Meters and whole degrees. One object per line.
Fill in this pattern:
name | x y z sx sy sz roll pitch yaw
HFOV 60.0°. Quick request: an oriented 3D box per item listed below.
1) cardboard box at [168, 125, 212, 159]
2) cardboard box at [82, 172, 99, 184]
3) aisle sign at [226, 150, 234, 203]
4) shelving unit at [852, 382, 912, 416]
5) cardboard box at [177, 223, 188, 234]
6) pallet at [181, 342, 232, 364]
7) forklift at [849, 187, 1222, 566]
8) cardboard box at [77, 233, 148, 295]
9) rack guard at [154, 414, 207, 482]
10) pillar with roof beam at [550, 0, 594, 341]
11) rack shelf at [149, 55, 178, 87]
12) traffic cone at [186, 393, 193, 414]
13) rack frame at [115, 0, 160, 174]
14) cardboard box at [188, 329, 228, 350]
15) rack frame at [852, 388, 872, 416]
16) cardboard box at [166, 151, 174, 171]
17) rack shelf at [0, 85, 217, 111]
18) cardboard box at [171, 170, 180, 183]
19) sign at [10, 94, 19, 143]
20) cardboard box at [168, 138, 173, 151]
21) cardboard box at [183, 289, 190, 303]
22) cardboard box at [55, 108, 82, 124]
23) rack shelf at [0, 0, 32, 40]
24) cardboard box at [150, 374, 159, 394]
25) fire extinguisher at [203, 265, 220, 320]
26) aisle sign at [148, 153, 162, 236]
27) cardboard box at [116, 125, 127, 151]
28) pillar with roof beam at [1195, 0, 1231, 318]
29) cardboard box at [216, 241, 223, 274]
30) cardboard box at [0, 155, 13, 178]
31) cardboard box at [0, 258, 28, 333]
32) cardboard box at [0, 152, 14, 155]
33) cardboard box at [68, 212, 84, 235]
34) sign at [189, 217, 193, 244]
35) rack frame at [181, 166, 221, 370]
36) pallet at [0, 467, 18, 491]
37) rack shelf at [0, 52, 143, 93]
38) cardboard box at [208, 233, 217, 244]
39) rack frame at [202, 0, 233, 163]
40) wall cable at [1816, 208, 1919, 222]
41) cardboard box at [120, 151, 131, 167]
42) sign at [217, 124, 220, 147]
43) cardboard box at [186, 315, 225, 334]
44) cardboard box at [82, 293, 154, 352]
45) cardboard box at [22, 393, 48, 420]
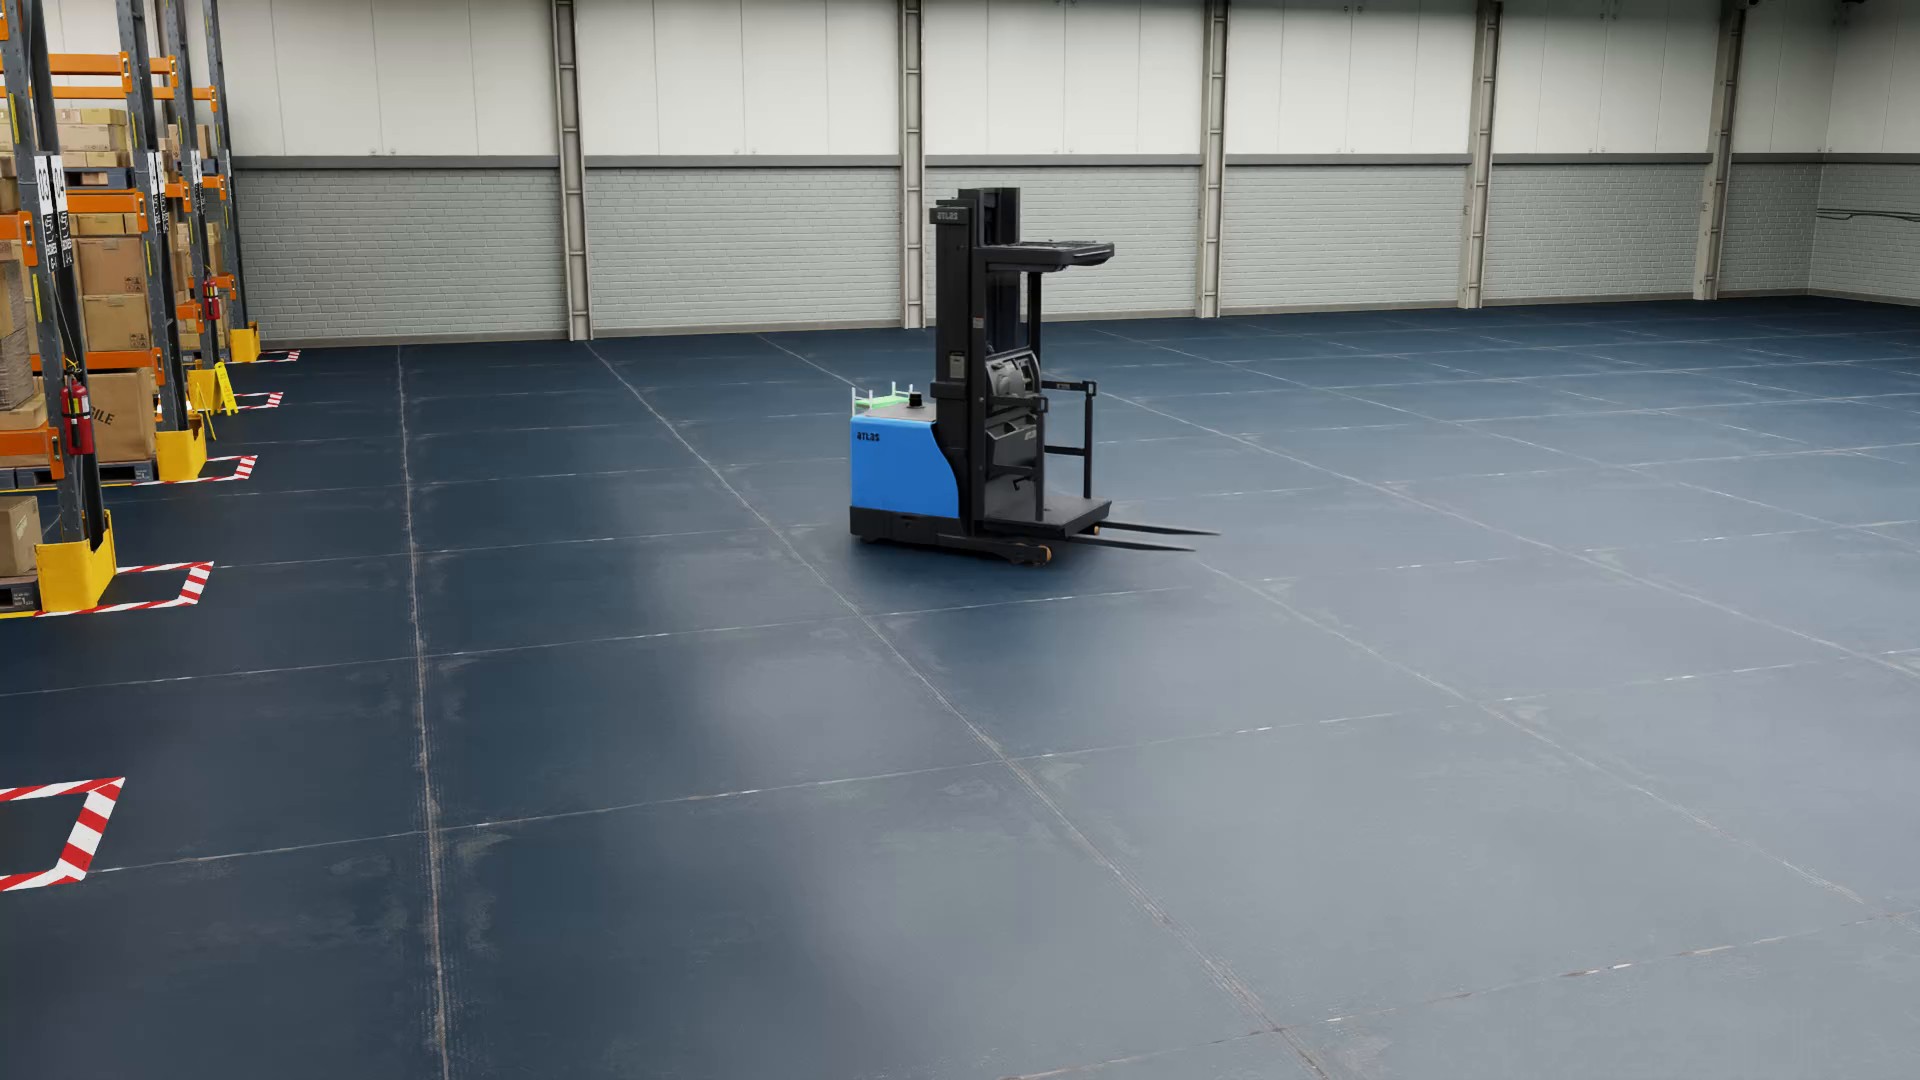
cardboard box | -11.632 -6.016 25.129 0.500 0.500 0.500 -4 14 -16
cardboard box | -10.702 -4.460 20.472 0.250 0.149 0.380 -4 14 -18
aisle sign | -11.135 -5.546 25.359 0.004 0.787 0.394 -4 14 -18
shelving unit | -0.684 -0.771 14.790 0.258 1.200 0.503 13 18 42
cardboard box | -11.787 -4.752 25.378 0.250 0.149 0.380 -4 14 -18
pallet | -12.002 -2.919 25.957 1.213 0.211 1.003 -4 14 -18
forklift | 0.618 -1.357 13.513 3.031 2.935 1.130 7 15 26
cardboard box | -8.393 -2.754 16.580 0.550 0.550 0.875 -4 14 -18
rack guard | -8.007 -0.960 17.098 0.348 0.500 1.175 -4 14 -18
pillar with roof beam | -5.178 -6.904 23.723 0.400 9.000 9.100 -4 14 -18
rack shelf | -11.599 -5.672 20.103 4.000 0.370 1.077 -4 14 -18
traffic cone | -9.024 -1.485 19.387 0.334 0.463 0.336 -4 14 -18
rack frame | -8.029 -5.093 16.107 0.127 3.000 1.000 -4 14 -18
cardboard box | -11.635 -3.104 25.743 0.500 0.250 0.500 -4 14 -18
rack frame | -0.853 -0.730 14.618 0.240 1.200 0.015 13 18 42
cardboard box | -10.265 -4.805 21.060 0.500 0.250 0.500 -5 14 -19
rack shelf | -13.186 -6.567 24.725 4.000 0.370 1.077 -4 14 -18
cardboard box | -10.122 -4.636 21.213 0.250 0.149 0.380 -4 14 -18
sign | -6.385 -2.846 11.229 0.005 0.325 0.100 -4 14 -18
cardboard box | -10.106 -4.996 21.002 0.250 0.149 0.380 -5 14 -18
cardboard box | -10.092 -3.151 21.449 0.250 0.149 0.380 -4 14 -18
cardboard box | -8.477 -4.035 15.838 0.250 0.149 0.380 -4 14 -18
rack shelf | -8.439 -3.498 10.966 4.000 0.370 1.077 -4 14 -18
cardboard box | -10.407 -1.999 21.098 0.500 0.250 0.500 -5 14 -18
fire extinguisher | -9.448 -3.122 20.954 0.183 0.674 0.296 -4 14 -18
aisle sign | -7.866 -3.378 16.246 0.004 0.787 0.394 -4 14 -18
cardboard box | -8.569 -3.979 16.464 0.500 0.250 0.500 -4 14 -18
pillar with roof beam | 6.195 -7.790 27.447 0.400 9.000 9.100 -4 14 -18
cardboard box | -11.849 -4.414 26.001 0.500 0.500 0.500 -4 14 -16
cardboard box | -6.707 -2.570 11.447 0.250 0.149 0.380 -4 14 -18
cardboard box | -7.151 -1.778 12.116 0.500 0.500 0.500 -4 14 -18
cardboard box | -8.958 -3.609 15.772 0.250 0.149 0.380 -4 14 -18
cardboard box | -11.051 -3.751 20.410 0.500 0.500 0.700 -5 14 -19
sign | -9.546 -3.846 20.646 0.005 0.325 0.100 -4 14 -18
rack frame | -9.704 -3.252 21.335 0.127 3.000 1.000 -4 14 -18
pallet | -9.916 -0.652 16.429 1.213 0.211 1.003 -4 14 -18
rack shelf | -9.925 -4.401 15.616 4.000 0.370 1.077 -4 14 -18
cardboard box | -11.530 -4.618 25.458 0.250 0.149 0.380 -4 14 -17
rack frame | -11.290 -7.259 25.216 0.127 3.000 1.000 -4 14 -18
wall cable | 19.409 -8.037 35.193 0.112 2.526 3.097 -4 14 -18
cardboard box | -8.456 -3.809 16.613 0.250 0.149 0.380 -4 14 -18
sign | -11.131 -6.072 24.965 0.005 0.325 0.100 -4 14 -18
cardboard box | -11.652 -3.346 25.683 0.500 0.250 0.500 -5 14 -19
cardboard box | -8.367 -2.210 16.627 0.550 0.550 0.875 -4 14 -18
cardboard box | -6.889 -0.988 12.357 0.250 0.149 0.380 -4 14 -18
